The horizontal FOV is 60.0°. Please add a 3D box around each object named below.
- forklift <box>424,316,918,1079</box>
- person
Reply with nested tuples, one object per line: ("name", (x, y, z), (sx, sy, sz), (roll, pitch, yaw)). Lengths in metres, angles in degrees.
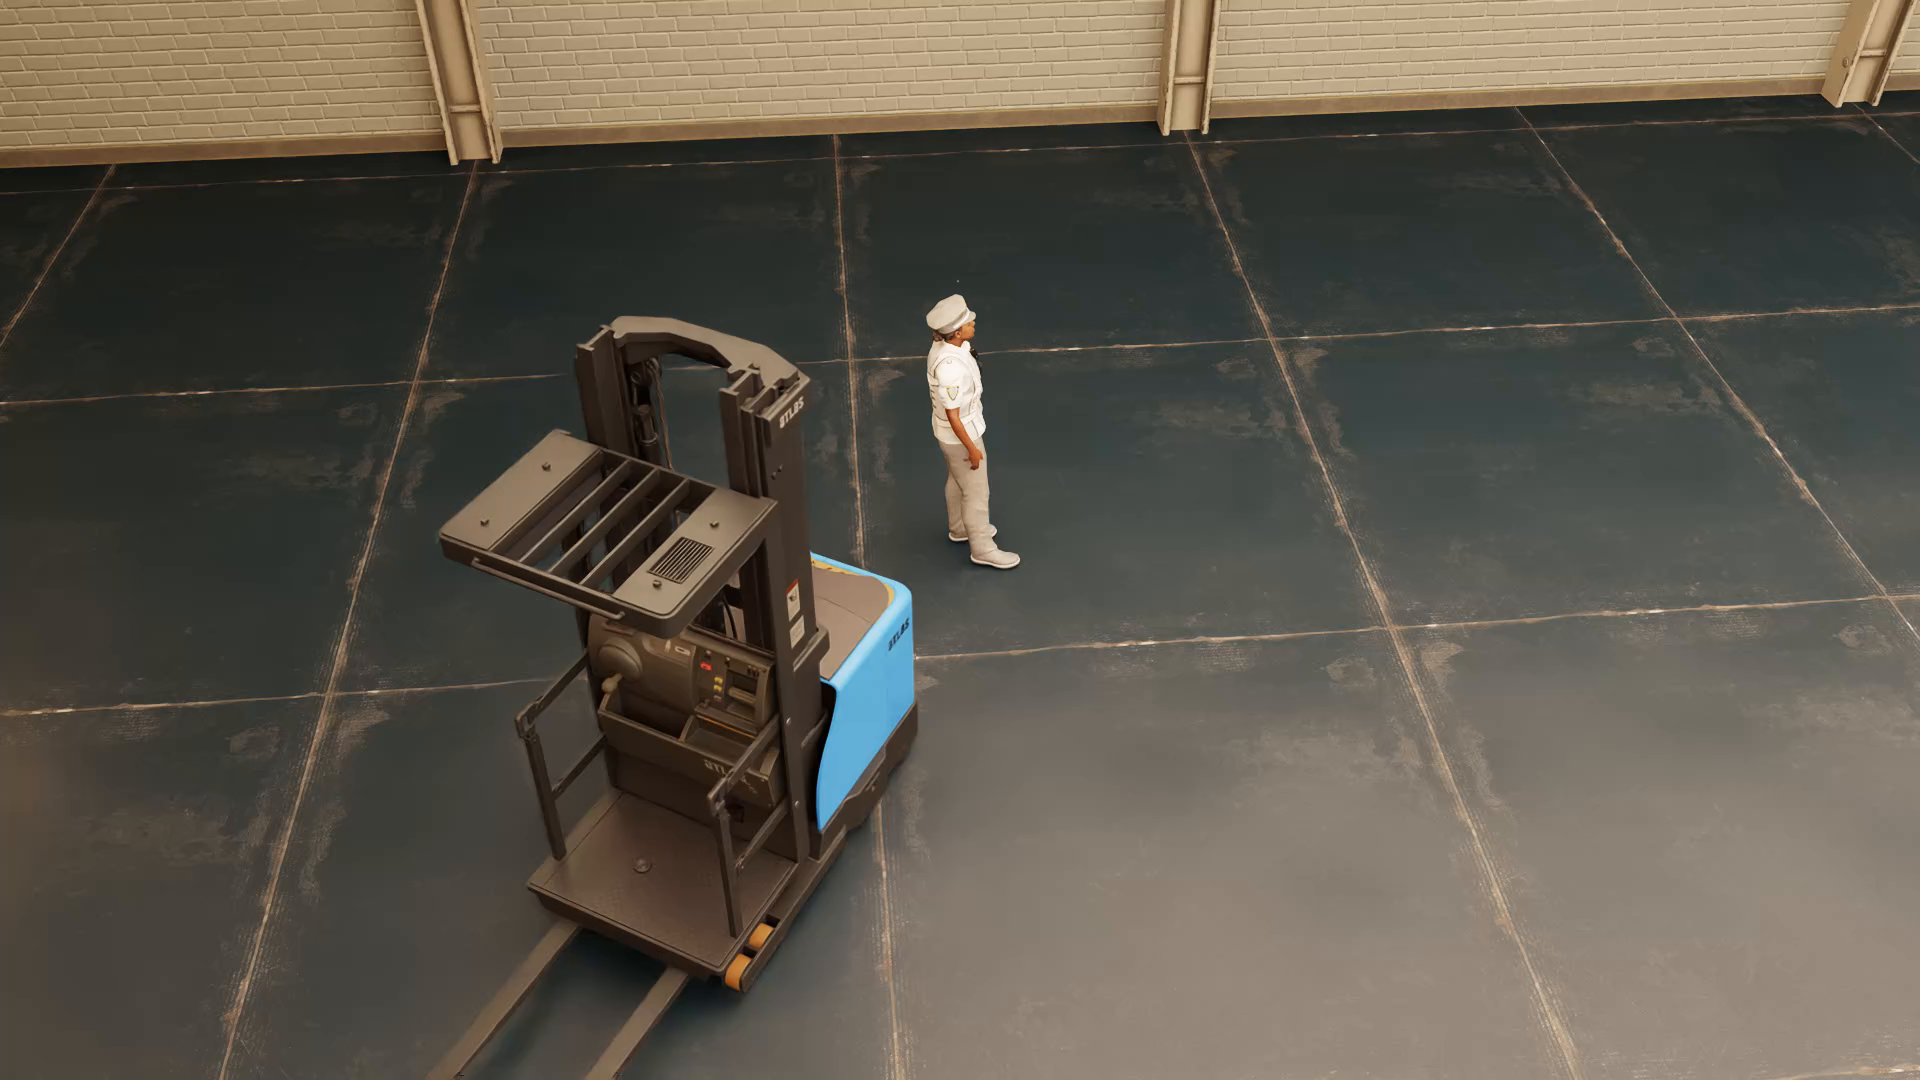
("forklift", (-1.336, 0.648, 7.181), (1.130, 2.935, 3.031), (18, 44, 20))
("person", (0.077, -0.640, 9.628), (0.528, 1.694, 0.570), (-3, 41, -4))
